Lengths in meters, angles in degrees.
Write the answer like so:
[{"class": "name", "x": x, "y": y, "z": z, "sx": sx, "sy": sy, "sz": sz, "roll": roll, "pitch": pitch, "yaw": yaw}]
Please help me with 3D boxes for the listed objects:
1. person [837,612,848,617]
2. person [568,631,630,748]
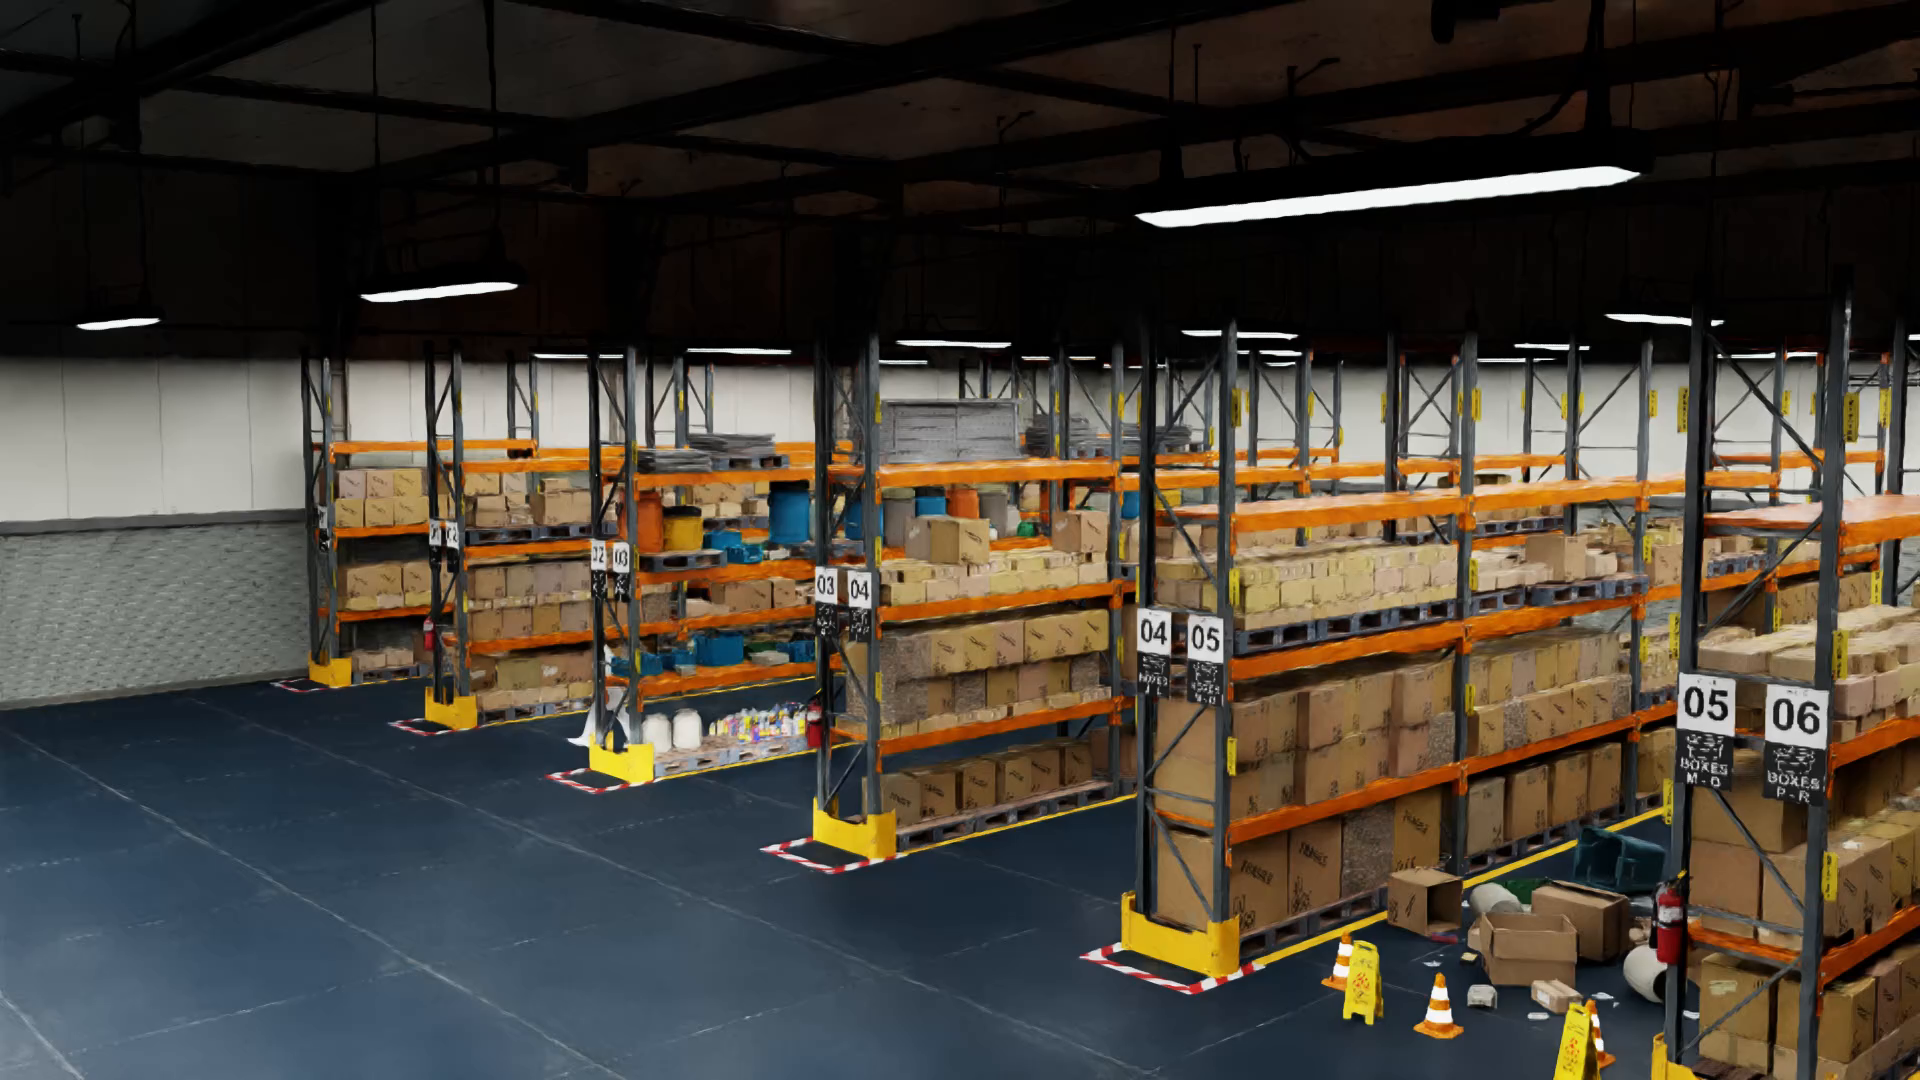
[{"class": "person", "x": -2.474, "y": 1.377, "z": 33.233, "sx": 1.127, "sy": 1.707, "sz": 0.563, "roll": -5, "pitch": 7, "yaw": -45}, {"class": "person", "x": -5.169, "y": 2.173, "z": 24.192, "sx": 1.021, "sy": 1.735, "sz": 0.619, "roll": -2, "pitch": 5, "yaw": -20}]
